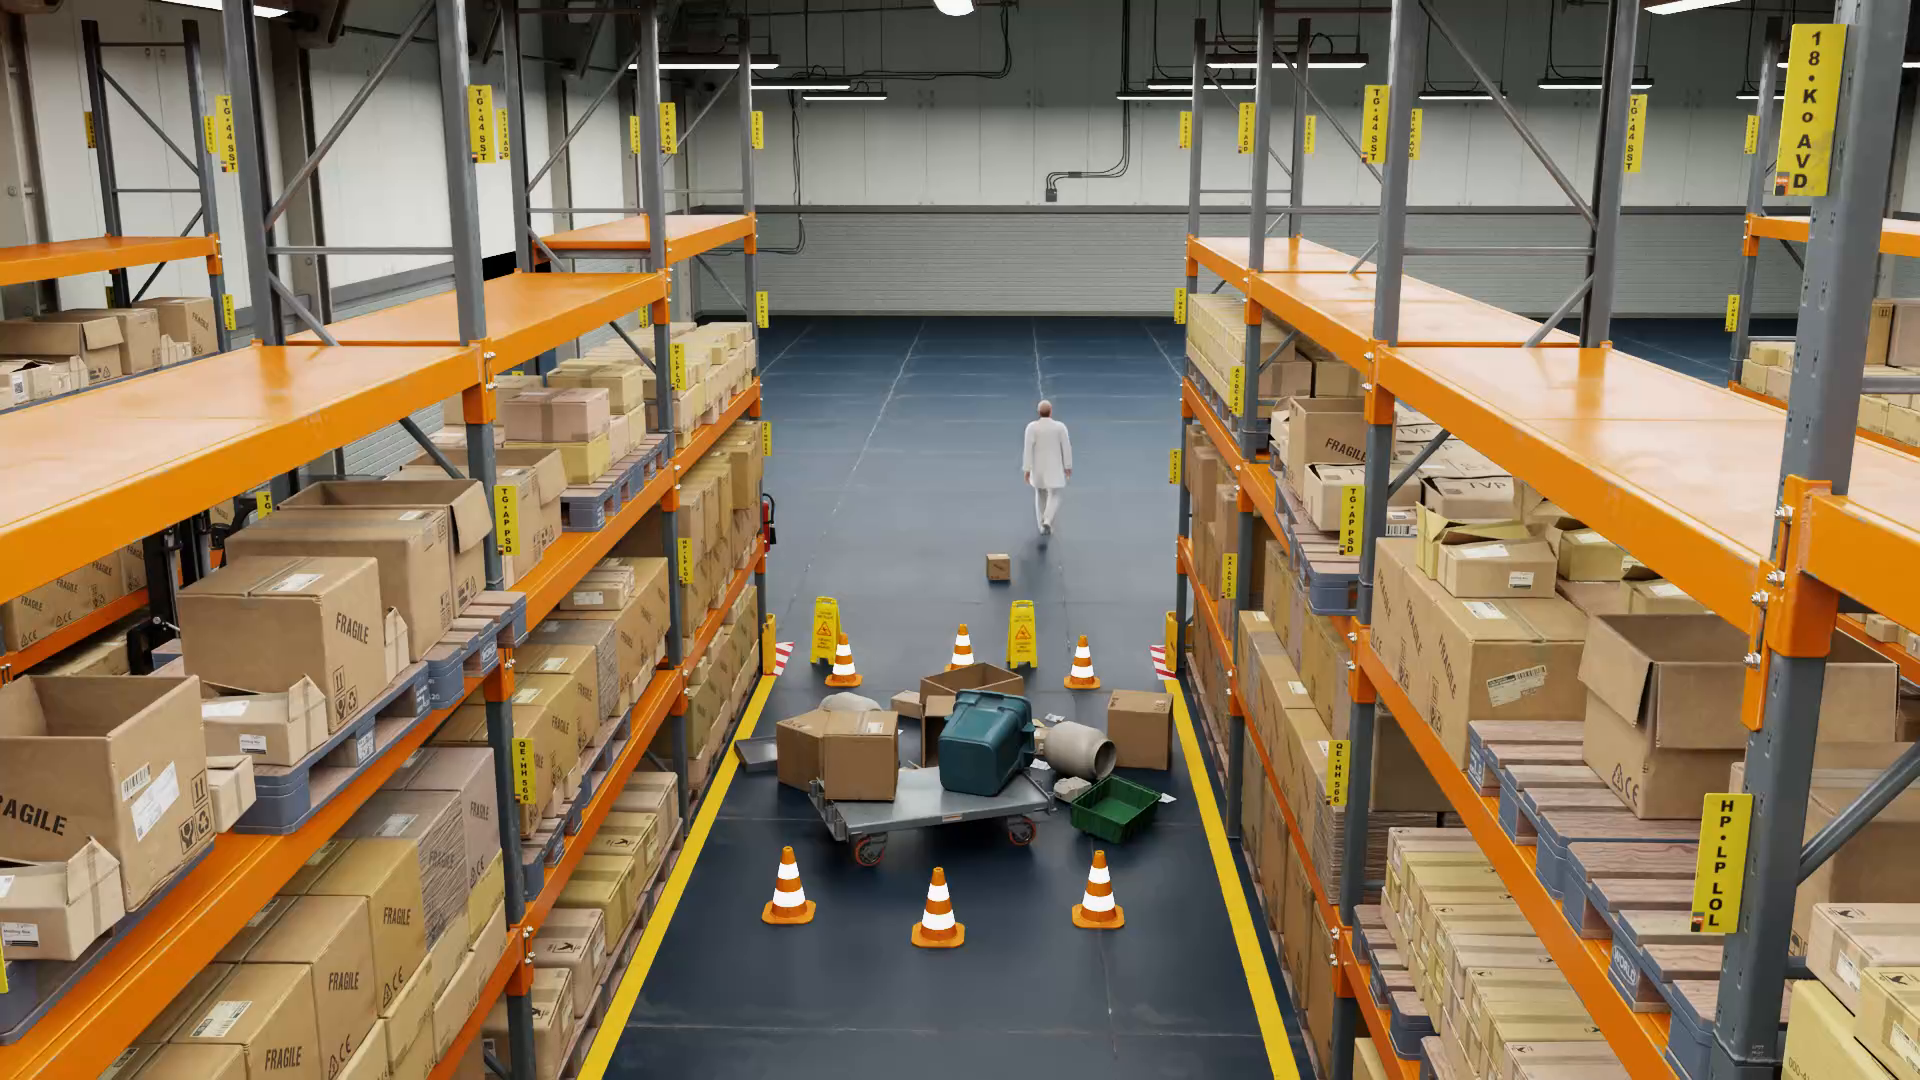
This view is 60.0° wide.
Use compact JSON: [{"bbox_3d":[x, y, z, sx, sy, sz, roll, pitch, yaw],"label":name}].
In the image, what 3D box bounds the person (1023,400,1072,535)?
[{"bbox_3d":[1.107,-0.902,21.073,0.612,1.746,0.985,3,14,10],"label":"person"}]
